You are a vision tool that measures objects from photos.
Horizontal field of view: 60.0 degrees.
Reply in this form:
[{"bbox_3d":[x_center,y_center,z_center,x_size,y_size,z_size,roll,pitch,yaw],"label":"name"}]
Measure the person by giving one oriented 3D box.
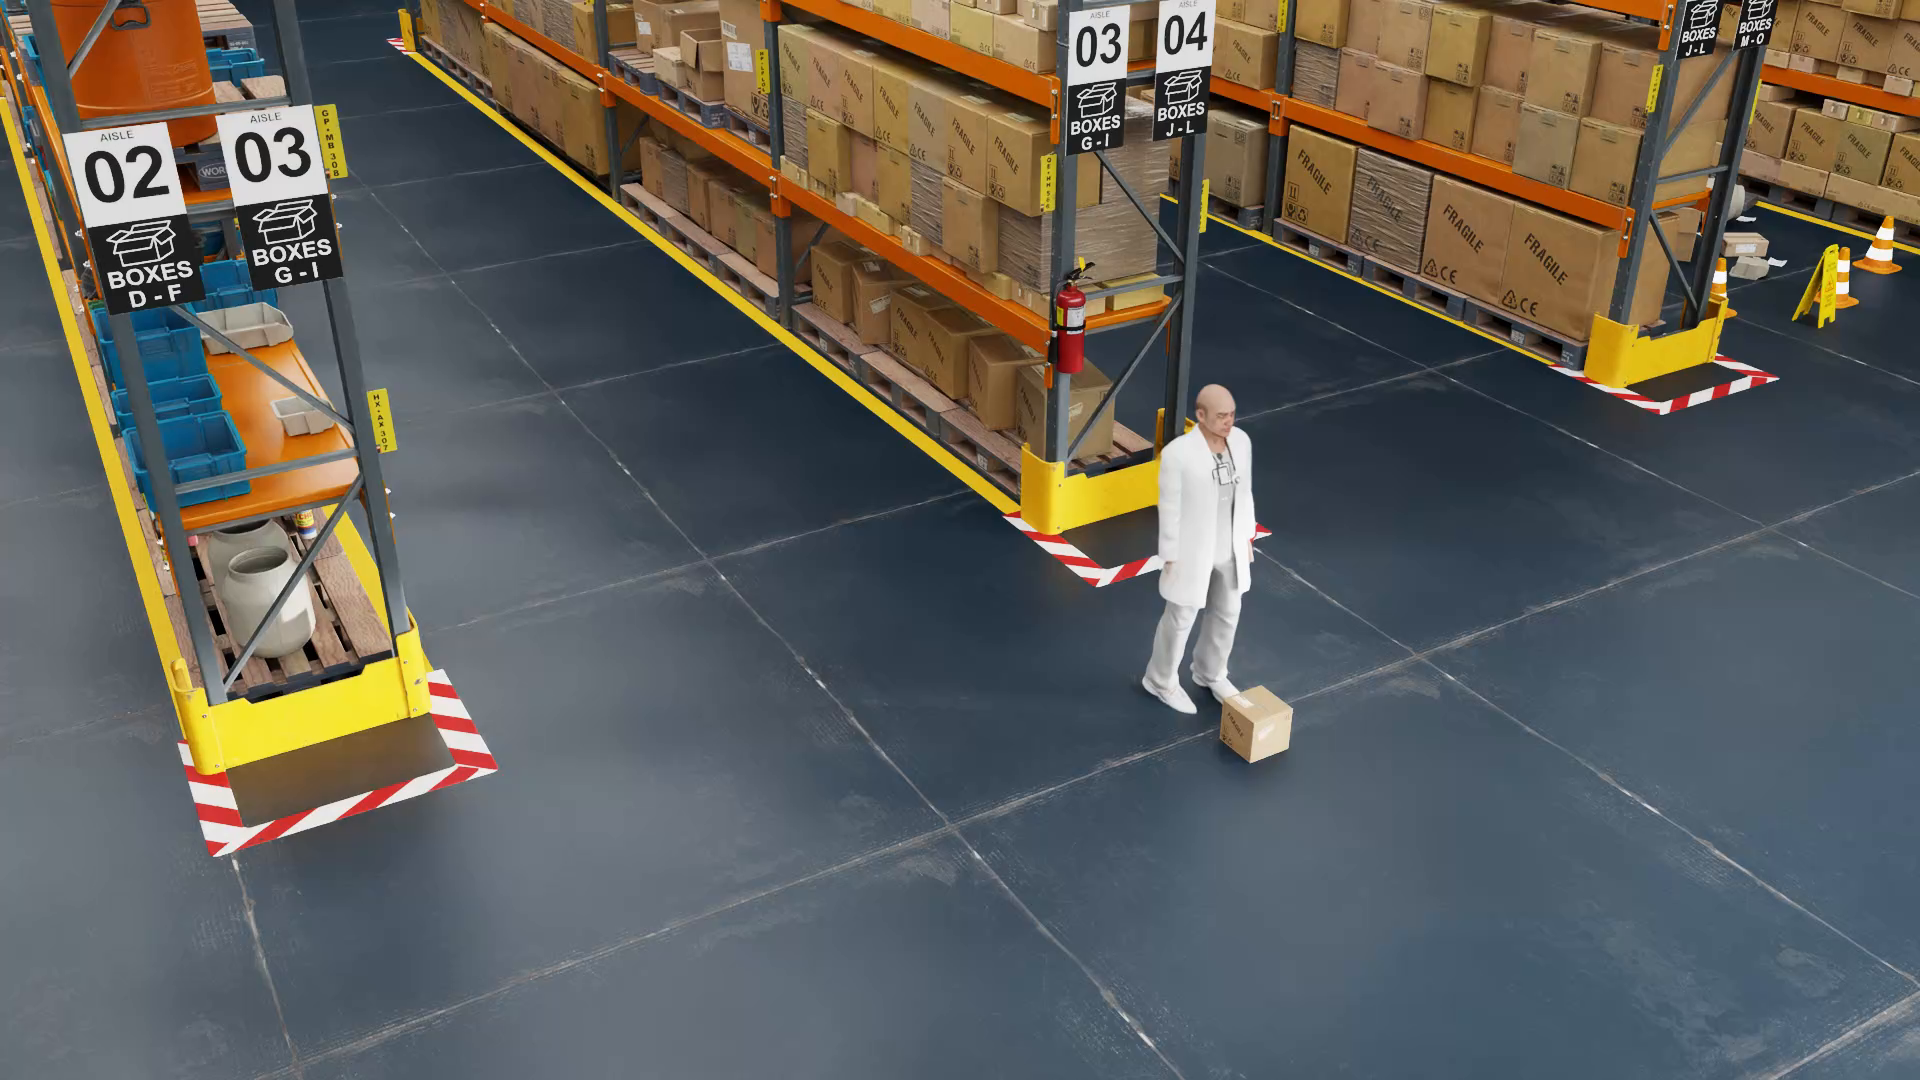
[{"bbox_3d":[1.271,0.064,8.505,0.566,1.810,0.442,-15,32,-25],"label":"person"}]
